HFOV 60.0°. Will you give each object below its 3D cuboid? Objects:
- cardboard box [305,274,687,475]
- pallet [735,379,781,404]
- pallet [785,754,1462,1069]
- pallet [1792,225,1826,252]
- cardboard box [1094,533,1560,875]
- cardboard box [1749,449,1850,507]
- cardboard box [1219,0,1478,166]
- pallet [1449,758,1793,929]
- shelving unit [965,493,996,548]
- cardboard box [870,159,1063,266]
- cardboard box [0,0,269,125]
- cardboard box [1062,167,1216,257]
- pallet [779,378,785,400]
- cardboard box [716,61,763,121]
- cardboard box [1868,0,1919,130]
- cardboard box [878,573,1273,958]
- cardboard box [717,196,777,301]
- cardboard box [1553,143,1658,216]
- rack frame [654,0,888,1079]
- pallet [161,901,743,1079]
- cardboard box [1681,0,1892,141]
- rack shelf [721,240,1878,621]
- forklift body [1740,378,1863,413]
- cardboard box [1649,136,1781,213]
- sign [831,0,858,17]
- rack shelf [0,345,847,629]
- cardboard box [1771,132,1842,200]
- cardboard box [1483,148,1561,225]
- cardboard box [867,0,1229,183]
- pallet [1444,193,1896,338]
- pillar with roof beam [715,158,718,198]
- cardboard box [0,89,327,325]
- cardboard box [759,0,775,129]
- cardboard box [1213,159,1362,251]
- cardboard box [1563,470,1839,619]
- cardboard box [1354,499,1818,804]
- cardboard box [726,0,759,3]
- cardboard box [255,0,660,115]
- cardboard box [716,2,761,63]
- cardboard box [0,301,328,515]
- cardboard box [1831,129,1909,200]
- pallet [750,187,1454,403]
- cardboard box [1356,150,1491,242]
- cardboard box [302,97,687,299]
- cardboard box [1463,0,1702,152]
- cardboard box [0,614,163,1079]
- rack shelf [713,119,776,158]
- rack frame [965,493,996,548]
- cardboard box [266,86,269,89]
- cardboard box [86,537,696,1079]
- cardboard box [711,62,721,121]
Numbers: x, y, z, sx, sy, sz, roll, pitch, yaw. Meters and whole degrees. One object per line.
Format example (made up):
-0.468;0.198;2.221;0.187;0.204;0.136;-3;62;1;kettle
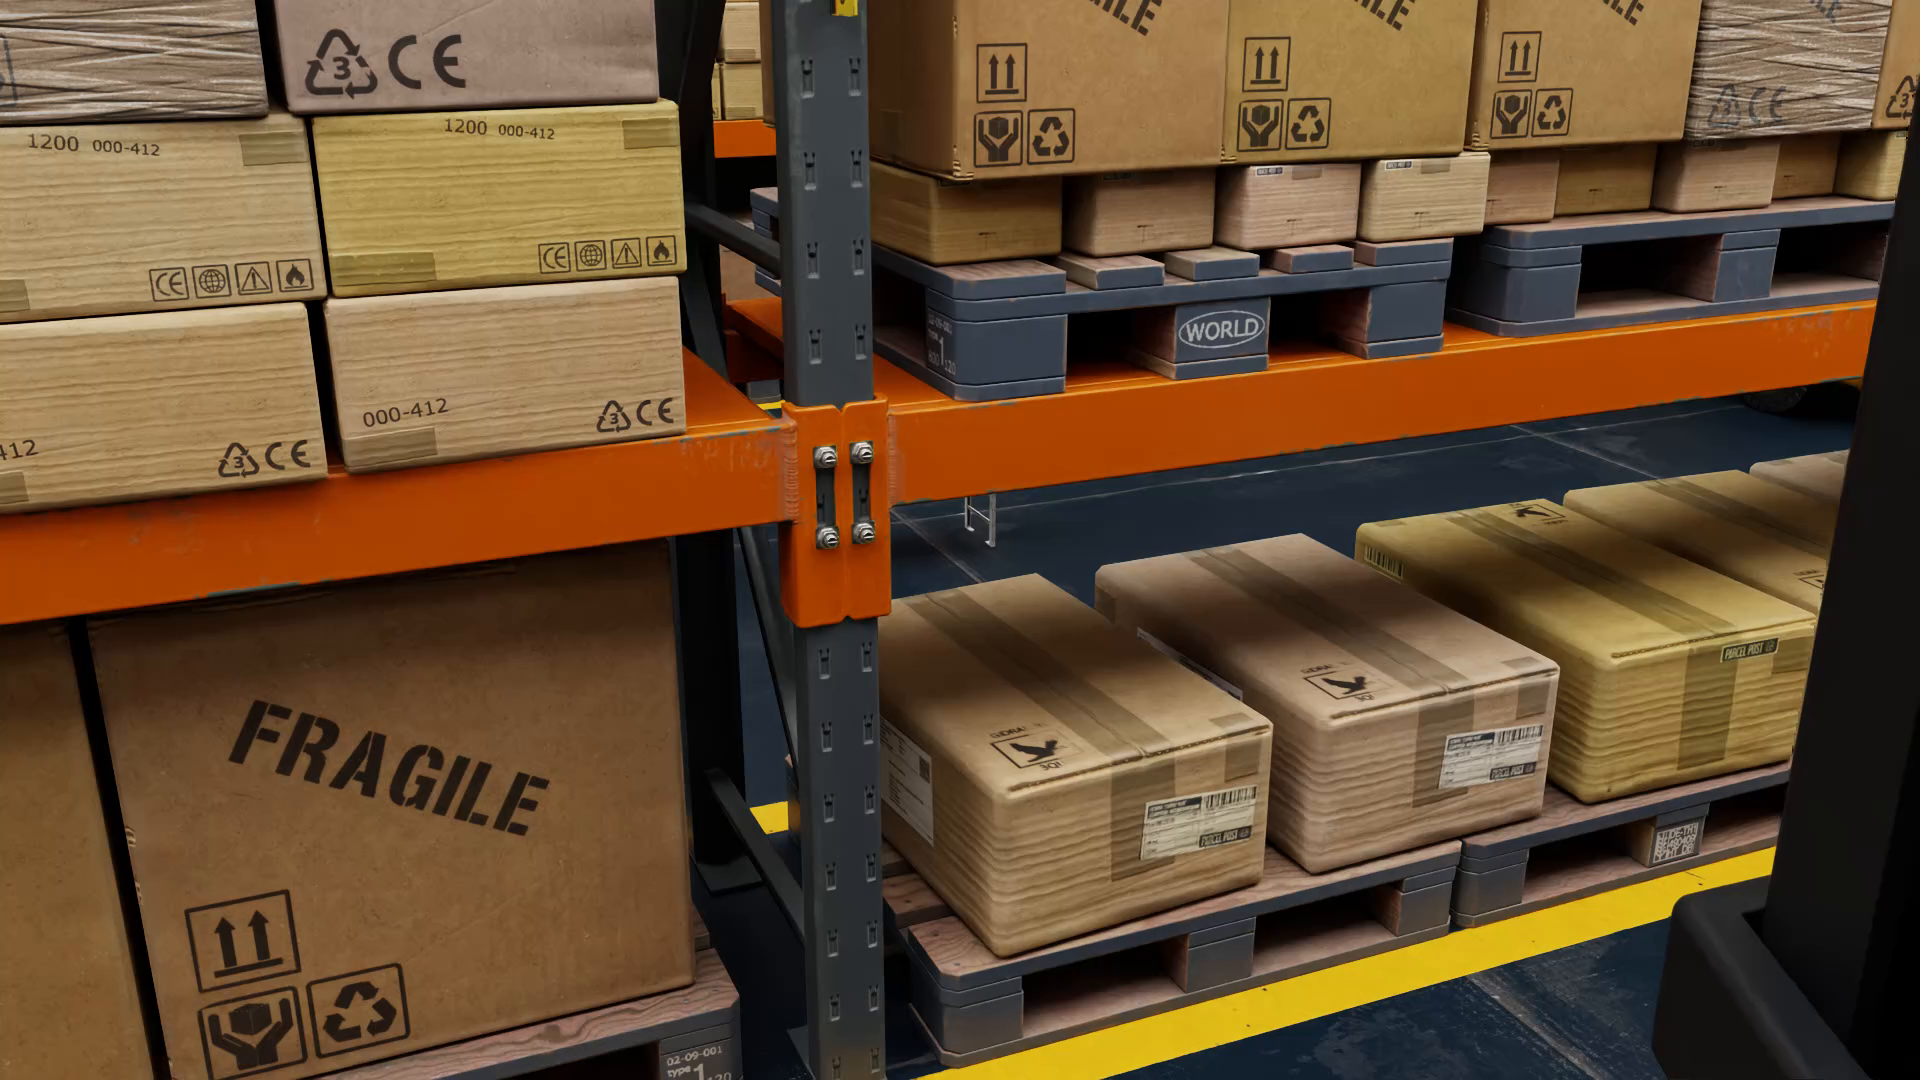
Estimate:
-0.752;-0.318;2.635;0.500;0.250;0.500;-9;21;-24;cardboard box
-1.589;-0.829;8.058;1.213;0.211;1.003;-8;21;-22;pallet
0.328;0.678;3.777;1.213;0.211;1.003;-8;21;-22;pallet
2.523;-0.914;4.390;1.213;0.211;1.003;-8;21;-22;pallet
0.807;0.336;3.875;0.625;0.372;0.950;-9;21;-23;cardboard box
2.802;0.050;4.687;0.625;0.372;0.950;-8;21;-21;cardboard box
0.590;-0.979;3.056;0.500;0.500;0.500;-7;21;-19;cardboard box
1.446;0.519;4.230;1.213;0.211;1.003;-8;21;-22;pallet
-0.152;-0.544;5.761;0.503;1.200;0.258;-8;21;-22;shelving unit
-0.018;-0.600;2.956;0.250;0.149;0.380;-9;22;-25;cardboard box
-1.229;-0.836;2.222;0.500;0.500;0.500;-8;21;-21;cardboard box
0.255;-0.627;3.032;0.250;0.149;0.380;-10;22;-25;cardboard box
-0.470;-0.988;8.510;1.213;0.211;1.003;-8;21;-22;pallet
-0.922;-2.095;7.682;0.500;0.250;0.500;-9;21;-24;cardboard box
2.018;-1.184;3.637;0.500;0.500;0.500;-7;21;-20;cardboard box
0.132;0.436;3.593;0.625;0.372;0.950;-10;22;-26;cardboard box
-1.185;-1.292;8.118;0.625;0.625;0.875;-7;21;-20;cardboard box
1.219;-0.784;3.477;0.250;0.149;0.380;-7;21;-20;cardboard box
-0.390;-0.535;3.024;0.127;3.000;1.000;-8;21;-22;rack frame
-1.144;0.862;3.257;1.213;0.211;1.003;-8;21;-22;pallet
1.537;-1.115;3.441;0.500;0.500;0.500;-9;21;-24;cardboard box
1.446;-0.458;3.890;4.000;0.370;1.077;-8;21;-22;rack shelf
3.967;-1.894;8.163;1.214;2.155;2.313;-8;21;-22;forklift body
1.485;-0.798;3.518;0.250;0.149;0.380;-7;21;-20;cardboard box
-0.167;-0.912;2.352;0.005;0.325;0.100;-8;21;-22;sign
-2.227;0.068;2.396;4.000;0.370;1.077;-8;21;-22;rack shelf
1.694;-0.855;3.681;0.250;0.149;0.380;-9;21;-24;cardboard box
0.975;-0.734;3.337;0.250;0.149;0.380;-7;21;-19;cardboard box
0.115;-0.909;2.856;0.500;0.500;0.500;-9;21;-23;cardboard box
1.411;-0.717;3.831;1.213;0.211;1.003;-8;21;-22;pallet
0.185;-4.011;3.864;0.400;9.000;9.100;-8;21;-22;pillar with roof beam
-1.204;-0.490;2.370;0.500;0.250;0.500;-9;21;-23;cardboard box
-0.083;-1.065;3.298;0.500;0.500;0.500;-9;21;-23;cardboard box
0.524;-0.649;3.095;0.250;0.149;0.380;-10;22;-25;cardboard box
2.143;0.146;4.415;0.625;0.372;0.950;-7;21;-19;cardboard box
1.505;0.238;4.154;0.625;0.372;0.950;-7;21;-20;cardboard box
-1.026;-2.510;7.508;0.250;0.149;0.380;-8;21;-21;cardboard box
-0.761;-0.906;2.421;0.500;0.500;0.500;-9;21;-23;cardboard box
-0.908;-2.325;7.583;0.500;0.250;0.500;-9;21;-23;cardboard box
-1.215;-0.246;2.430;0.500;0.250;0.500;-8;21;-21;cardboard box
1.977;-0.859;3.690;0.250;0.149;0.380;-8;21;-22;cardboard box
0.222;-0.570;3.414;1.003;0.211;1.213;-8;21;-22;pallet
0.785;-0.679;3.180;0.250;0.149;0.380;-8;21;-22;cardboard box
-0.734;-0.558;2.564;0.500;0.250;0.500;-8;21;-22;cardboard box
1.075;-1.051;3.261;0.500;0.500;0.500;-8;21;-21;cardboard box
-1.878;0.451;2.791;0.875;0.875;0.875;-8;21;-21;cardboard box
-0.523;-1.971;8.188;4.000;0.370;1.077;-8;21;-22;rack shelf
0.072;-0.576;5.852;0.015;1.200;0.240;-8;21;-22;rack frame
-1.392;-0.995;2.675;0.500;0.500;0.500;-8;21;-22;cardboard box
-1.057;0.335;3.121;0.875;0.875;0.875;-8;21;-22;cardboard box
-1.392;-2.025;7.484;0.500;0.250;0.500;-9;21;-23;cardboard box
